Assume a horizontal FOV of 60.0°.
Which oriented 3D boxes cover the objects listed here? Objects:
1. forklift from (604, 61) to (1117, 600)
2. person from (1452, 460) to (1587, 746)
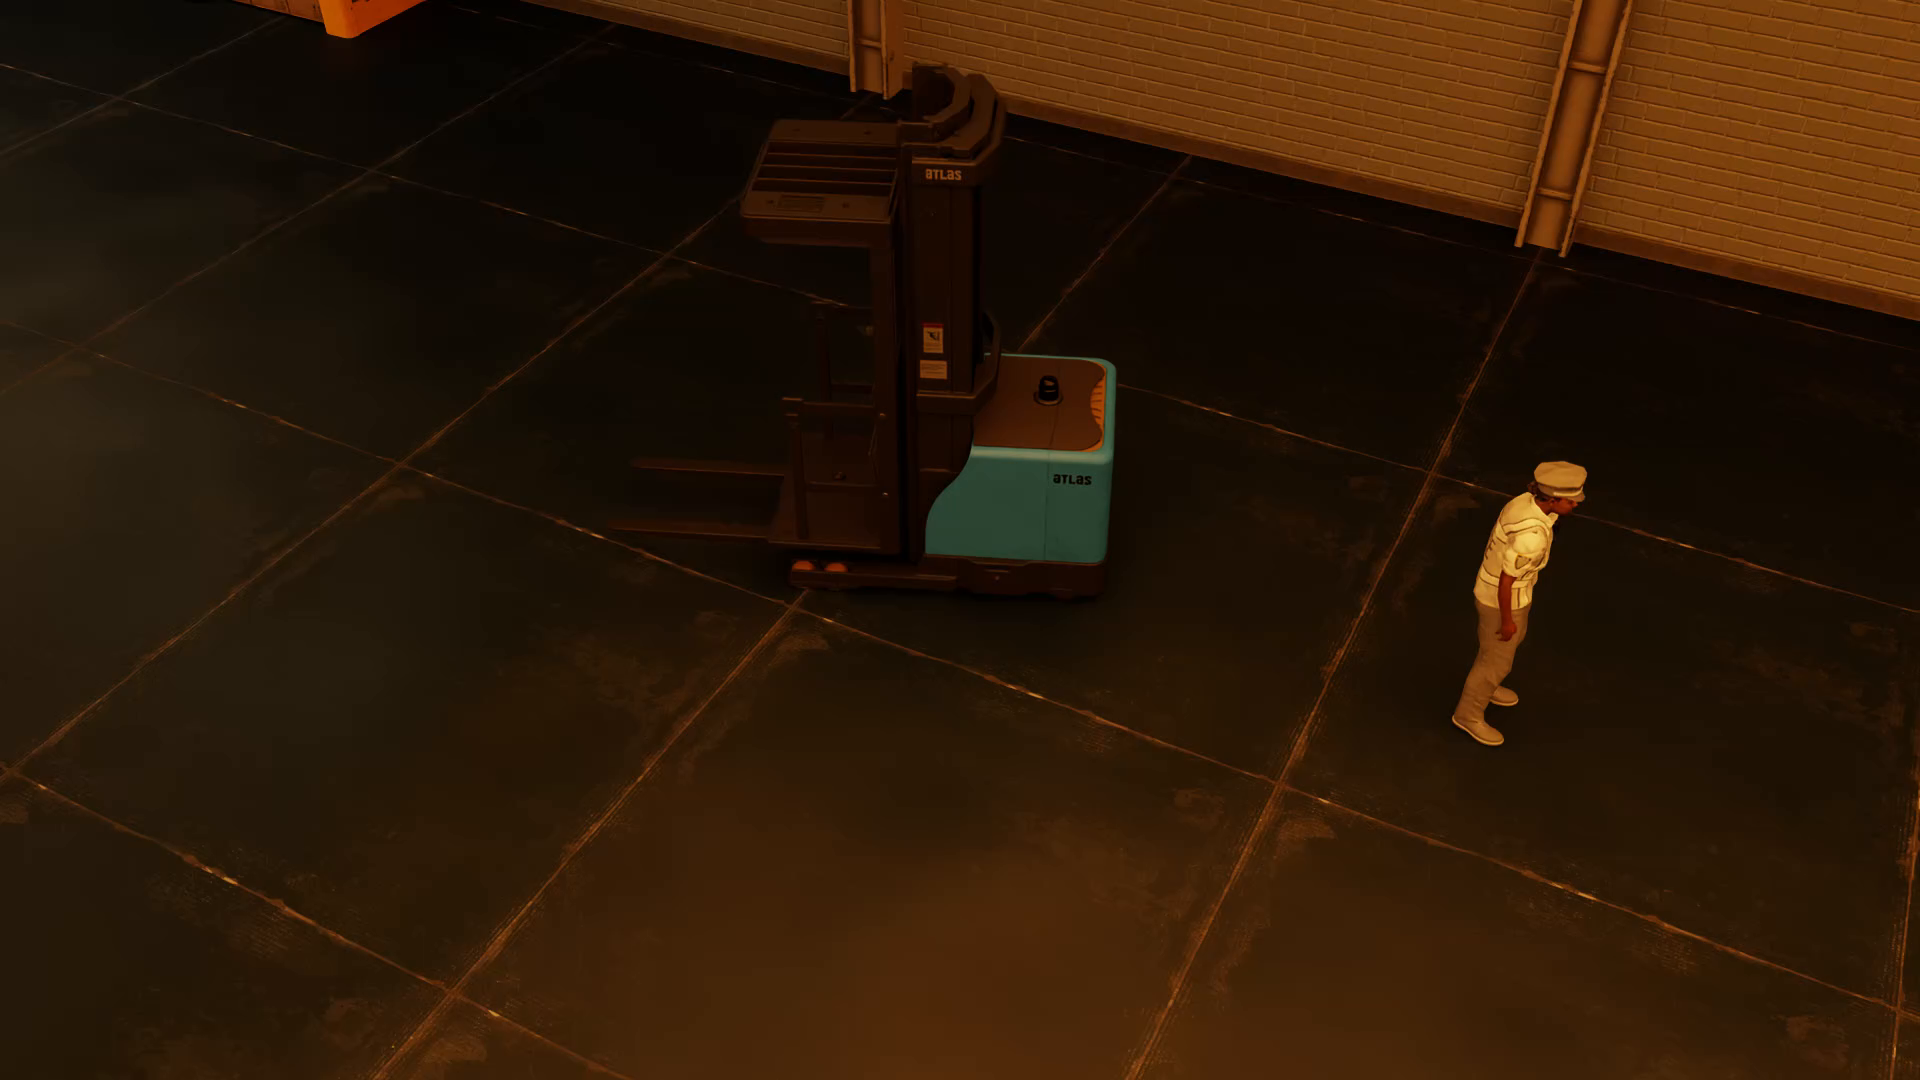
[{"bbox_3d":[-0.606,-1.157,9.360,3.031,2.935,1.130,3,40,4],"label":"forklift"},{"bbox_3d":[2.861,0.301,8.617,0.398,1.659,0.513,17,43,19],"label":"person"}]
